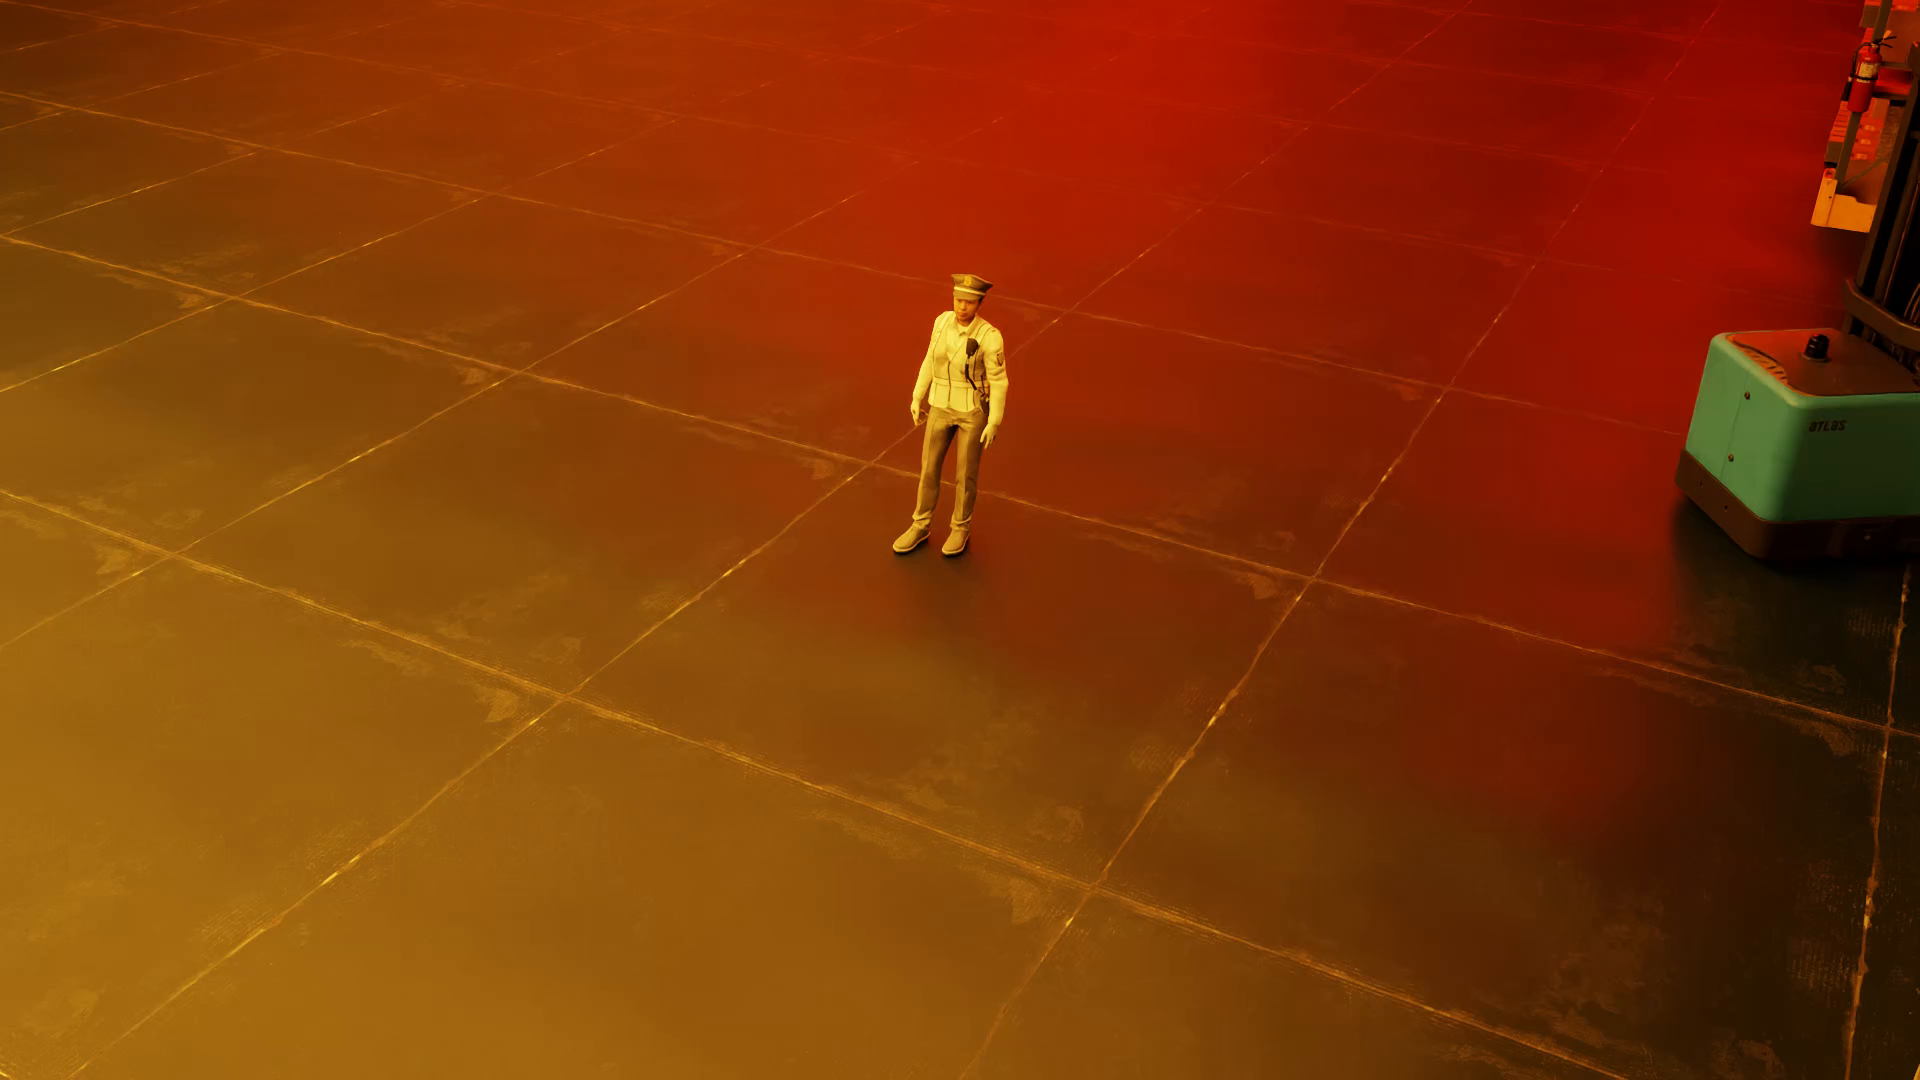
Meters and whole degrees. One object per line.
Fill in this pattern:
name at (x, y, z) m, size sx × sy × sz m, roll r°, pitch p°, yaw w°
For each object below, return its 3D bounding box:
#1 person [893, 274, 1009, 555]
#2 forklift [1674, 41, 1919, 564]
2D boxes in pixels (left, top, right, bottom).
person at (-0.040, -0.712, 9.527) m, size 0.586 × 1.694 × 0.530 m, roll 15°, pitch 33°, yaw 25°
forklift at (6.058, -1.431, 9.550) m, size 3.031 × 2.935 × 1.130 m, roll -3°, pitch 30°, yaw -5°
